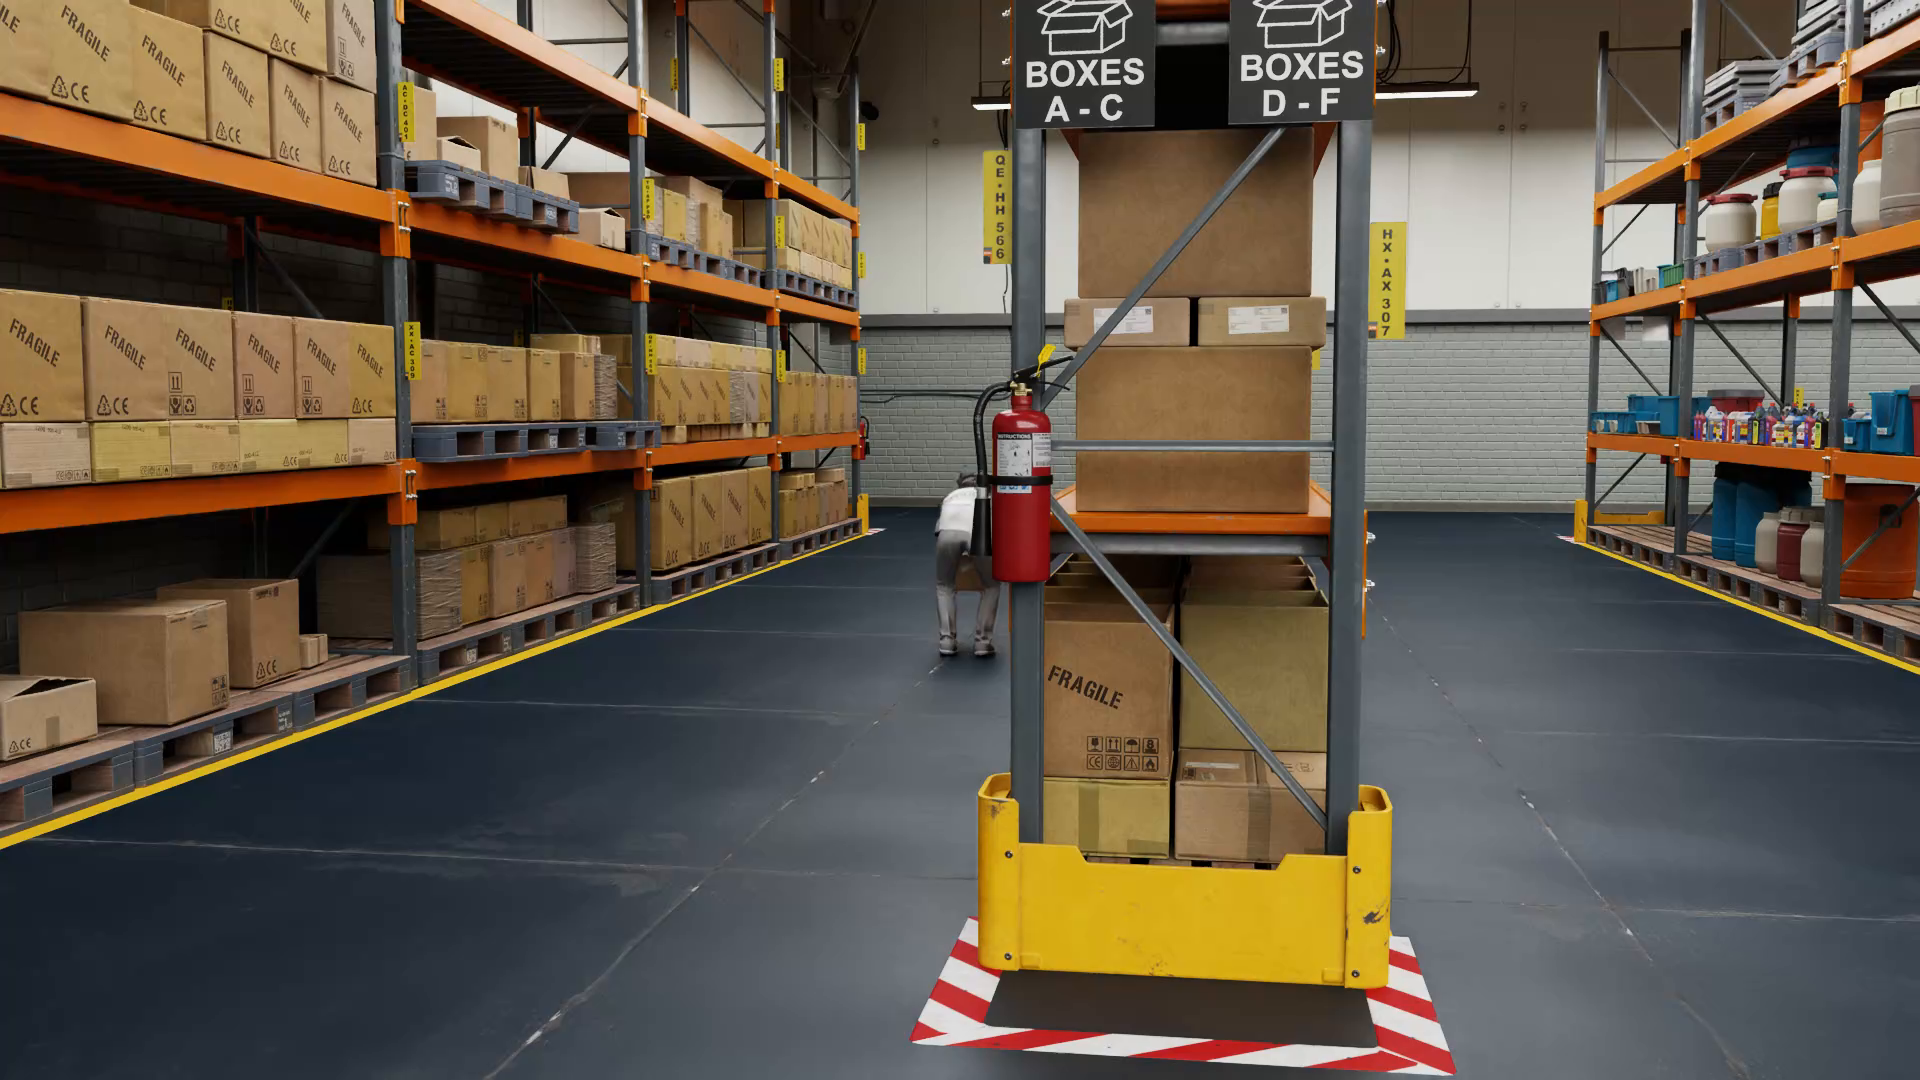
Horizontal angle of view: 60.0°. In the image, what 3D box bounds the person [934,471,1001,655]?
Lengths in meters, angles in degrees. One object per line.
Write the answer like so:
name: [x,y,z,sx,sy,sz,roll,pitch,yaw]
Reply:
person: [0.069,0.145,11.081,0.432,1.190,0.908,1,5,7]
